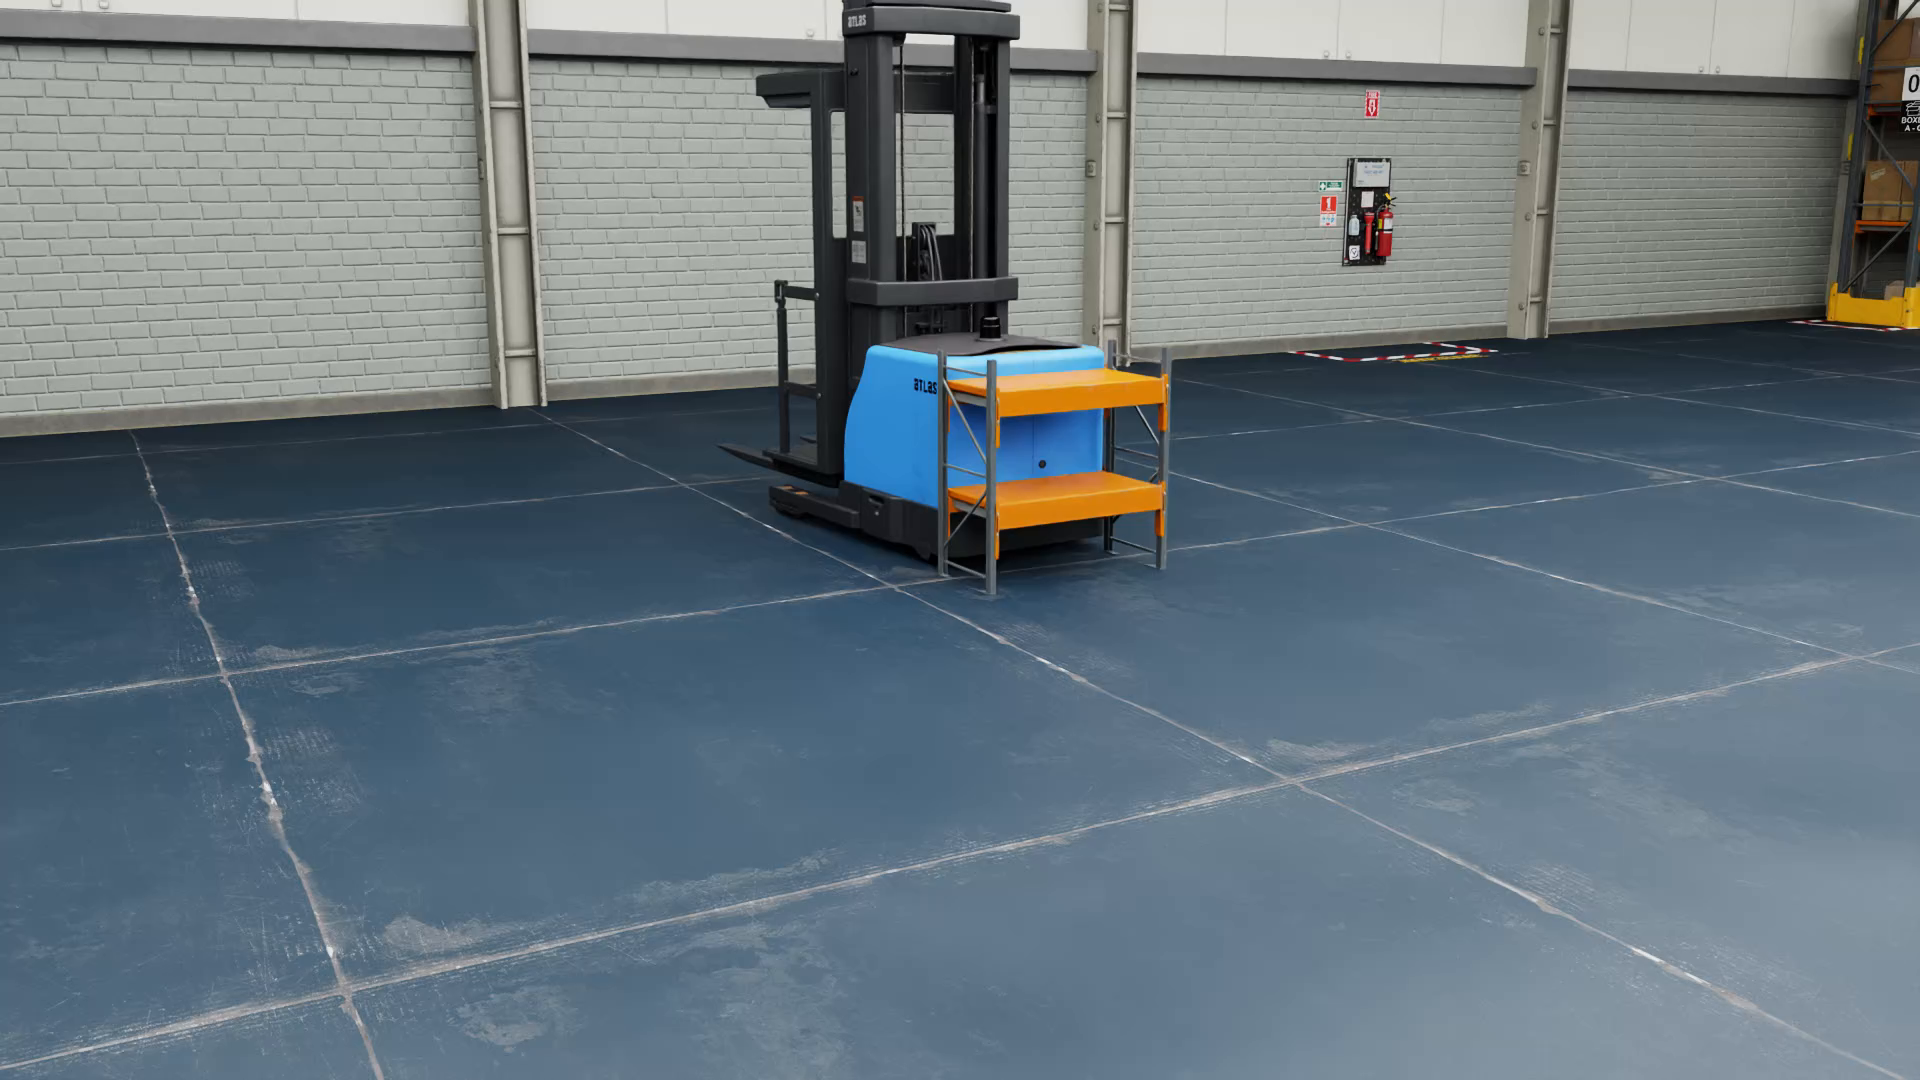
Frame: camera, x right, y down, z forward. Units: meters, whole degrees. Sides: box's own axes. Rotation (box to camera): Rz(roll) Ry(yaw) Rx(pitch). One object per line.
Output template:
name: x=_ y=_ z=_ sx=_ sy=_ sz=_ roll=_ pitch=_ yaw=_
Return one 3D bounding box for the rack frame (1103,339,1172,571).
rack frame: x=0.903 y=-0.443 z=8.514 sx=0.032 sy=1.125 sz=0.500 roll=-7 pitch=15 yaw=-30

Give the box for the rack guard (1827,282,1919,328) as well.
rack guard: x=11.896 y=-3.062 z=21.577 sx=0.348 sy=0.500 sz=1.175 roll=-7 pitch=14 yaw=-28

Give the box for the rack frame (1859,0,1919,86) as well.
rack frame: x=11.829 y=-7.200 z=20.608 sx=0.127 sy=3.000 sz=1.000 roll=-7 pitch=14 yaw=-28

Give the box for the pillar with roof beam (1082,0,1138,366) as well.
pillar with roof beam: x=3.559 y=-5.349 z=12.380 sx=0.400 sy=9.000 sz=9.100 roll=-7 pitch=14 yaw=-28

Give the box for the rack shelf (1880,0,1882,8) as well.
rack shelf: x=13.585 y=-7.058 z=21.623 sx=4.000 sy=0.370 sz=1.077 roll=-7 pitch=14 yaw=-28

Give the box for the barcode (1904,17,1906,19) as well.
barcode: x=12.213 y=-6.737 z=21.511 sx=0.075 sy=0.075 sz=0.001 roll=-7 pitch=14 yaw=-28

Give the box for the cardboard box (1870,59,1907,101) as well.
cardboard box: x=12.074 y=-5.888 z=21.336 sx=0.500 sy=0.500 sz=0.500 roll=-6 pitch=14 yaw=-24

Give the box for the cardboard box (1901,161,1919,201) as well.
cardboard box: x=12.392 y=-4.568 z=21.165 sx=0.500 sy=0.500 sz=0.500 roll=-7 pitch=14 yaw=-28

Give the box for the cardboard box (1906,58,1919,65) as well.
cardboard box: x=12.243 y=-5.783 z=20.867 sx=0.500 sy=0.500 sz=0.500 roll=-6 pitch=14 yaw=-26

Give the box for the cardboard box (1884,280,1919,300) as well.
cardboard box: x=12.480 y=-3.232 z=21.760 sx=0.500 sy=0.311 sz=0.500 roll=-9 pitch=15 yaw=-34

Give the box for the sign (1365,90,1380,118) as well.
sign: x=4.521 y=-4.779 z=18.235 sx=0.199 sy=0.298 sz=0.001 roll=-7 pitch=14 yaw=-28

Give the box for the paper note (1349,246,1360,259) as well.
paper note: x=4.387 y=-3.195 z=18.481 sx=0.142 sy=0.148 sz=0.016 roll=-7 pitch=14 yaw=-28

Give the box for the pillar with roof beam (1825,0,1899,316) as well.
pillar with roof beam: x=14.092 y=-6.611 z=17.990 sx=0.400 sy=9.000 sz=9.100 roll=-7 pitch=14 yaw=-28

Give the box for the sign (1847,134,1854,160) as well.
sign: x=11.581 y=-5.102 z=21.590 sx=0.005 sy=0.325 sz=0.100 roll=-7 pitch=14 yaw=-28

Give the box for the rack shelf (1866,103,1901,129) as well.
rack shelf: x=13.585 y=-5.596 z=21.952 sx=4.000 sy=0.370 sz=1.077 roll=-7 pitch=14 yaw=-28

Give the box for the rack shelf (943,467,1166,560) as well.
rack shelf: x=0.467 y=-0.147 z=8.313 sx=1.000 sy=0.278 sz=0.538 roll=-7 pitch=15 yaw=-30

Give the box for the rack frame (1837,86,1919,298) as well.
rack frame: x=11.829 y=-4.274 z=21.267 sx=0.127 sy=3.000 sz=1.000 roll=-7 pitch=14 yaw=-28

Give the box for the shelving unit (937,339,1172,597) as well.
shelving unit: x=0.467 y=-0.385 z=8.260 sx=1.048 sy=1.125 sz=0.538 roll=-7 pitch=15 yaw=-30

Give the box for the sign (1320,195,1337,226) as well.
sign: x=4.041 y=-3.609 z=18.234 sx=0.234 sy=0.329 sz=0.001 roll=-7 pitch=14 yaw=-28

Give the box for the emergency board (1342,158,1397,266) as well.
emergency board: x=4.576 y=-3.630 z=18.408 sx=0.643 sy=1.169 sz=0.194 roll=-7 pitch=14 yaw=-28

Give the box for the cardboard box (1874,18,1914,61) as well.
cardboard box: x=12.083 y=-6.379 z=21.240 sx=0.500 sy=0.500 sz=0.500 roll=-6 pitch=14 yaw=-25

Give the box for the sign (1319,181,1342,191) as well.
sign: x=4.049 y=-3.867 z=18.170 sx=0.331 sy=0.109 sz=0.001 roll=-7 pitch=14 yaw=-28

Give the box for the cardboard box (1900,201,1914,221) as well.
cardboard box: x=12.410 y=-4.200 z=21.238 sx=0.500 sy=0.250 sz=0.500 roll=-7 pitch=15 yaw=-29

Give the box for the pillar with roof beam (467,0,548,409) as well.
pillar with roof beam: x=-1.707 y=-4.718 z=9.576 sx=0.400 sy=9.000 sz=9.100 roll=-7 pitch=14 yaw=-28

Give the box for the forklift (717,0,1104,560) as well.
forklift: x=-0.465 y=-1.601 z=9.546 sx=1.130 sy=2.935 sz=3.031 roll=-8 pitch=15 yaw=-33

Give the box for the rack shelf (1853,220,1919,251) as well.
rack shelf: x=13.585 y=-4.133 z=22.281 sx=4.000 sy=0.370 sz=1.077 roll=-7 pitch=14 yaw=-28

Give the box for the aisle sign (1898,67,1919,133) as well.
aisle sign: x=11.910 y=-5.477 z=20.691 sx=0.004 sy=0.787 sz=0.394 roll=-7 pitch=14 yaw=-28

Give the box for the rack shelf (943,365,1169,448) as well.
rack shelf: x=0.467 y=-0.671 z=8.195 sx=1.000 sy=0.278 sz=0.538 roll=-7 pitch=15 yaw=-30

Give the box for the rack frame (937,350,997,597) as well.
rack frame: x=0.030 y=-0.328 z=8.006 sx=0.032 sy=1.125 sz=0.500 roll=-7 pitch=15 yaw=-30

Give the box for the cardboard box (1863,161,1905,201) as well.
cardboard box: x=12.141 y=-4.667 z=21.601 sx=0.500 sy=0.500 sz=0.500 roll=-7 pitch=14 yaw=-28

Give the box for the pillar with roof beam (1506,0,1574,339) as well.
pillar with roof beam: x=8.826 y=-5.980 z=15.185 sx=0.400 sy=9.000 sz=9.100 roll=-7 pitch=14 yaw=-28

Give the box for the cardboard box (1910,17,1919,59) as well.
cardboard box: x=12.284 y=-6.277 z=20.787 sx=0.500 sy=0.500 sz=0.500 roll=-8 pitch=15 yaw=-32

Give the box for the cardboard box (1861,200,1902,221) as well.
cardboard box: x=12.147 y=-4.297 z=21.666 sx=0.500 sy=0.250 sz=0.500 roll=-7 pitch=14 yaw=-27

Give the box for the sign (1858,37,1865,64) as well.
sign: x=11.581 y=-6.278 z=21.325 sx=0.005 sy=0.325 sz=0.100 roll=-7 pitch=14 yaw=-28
